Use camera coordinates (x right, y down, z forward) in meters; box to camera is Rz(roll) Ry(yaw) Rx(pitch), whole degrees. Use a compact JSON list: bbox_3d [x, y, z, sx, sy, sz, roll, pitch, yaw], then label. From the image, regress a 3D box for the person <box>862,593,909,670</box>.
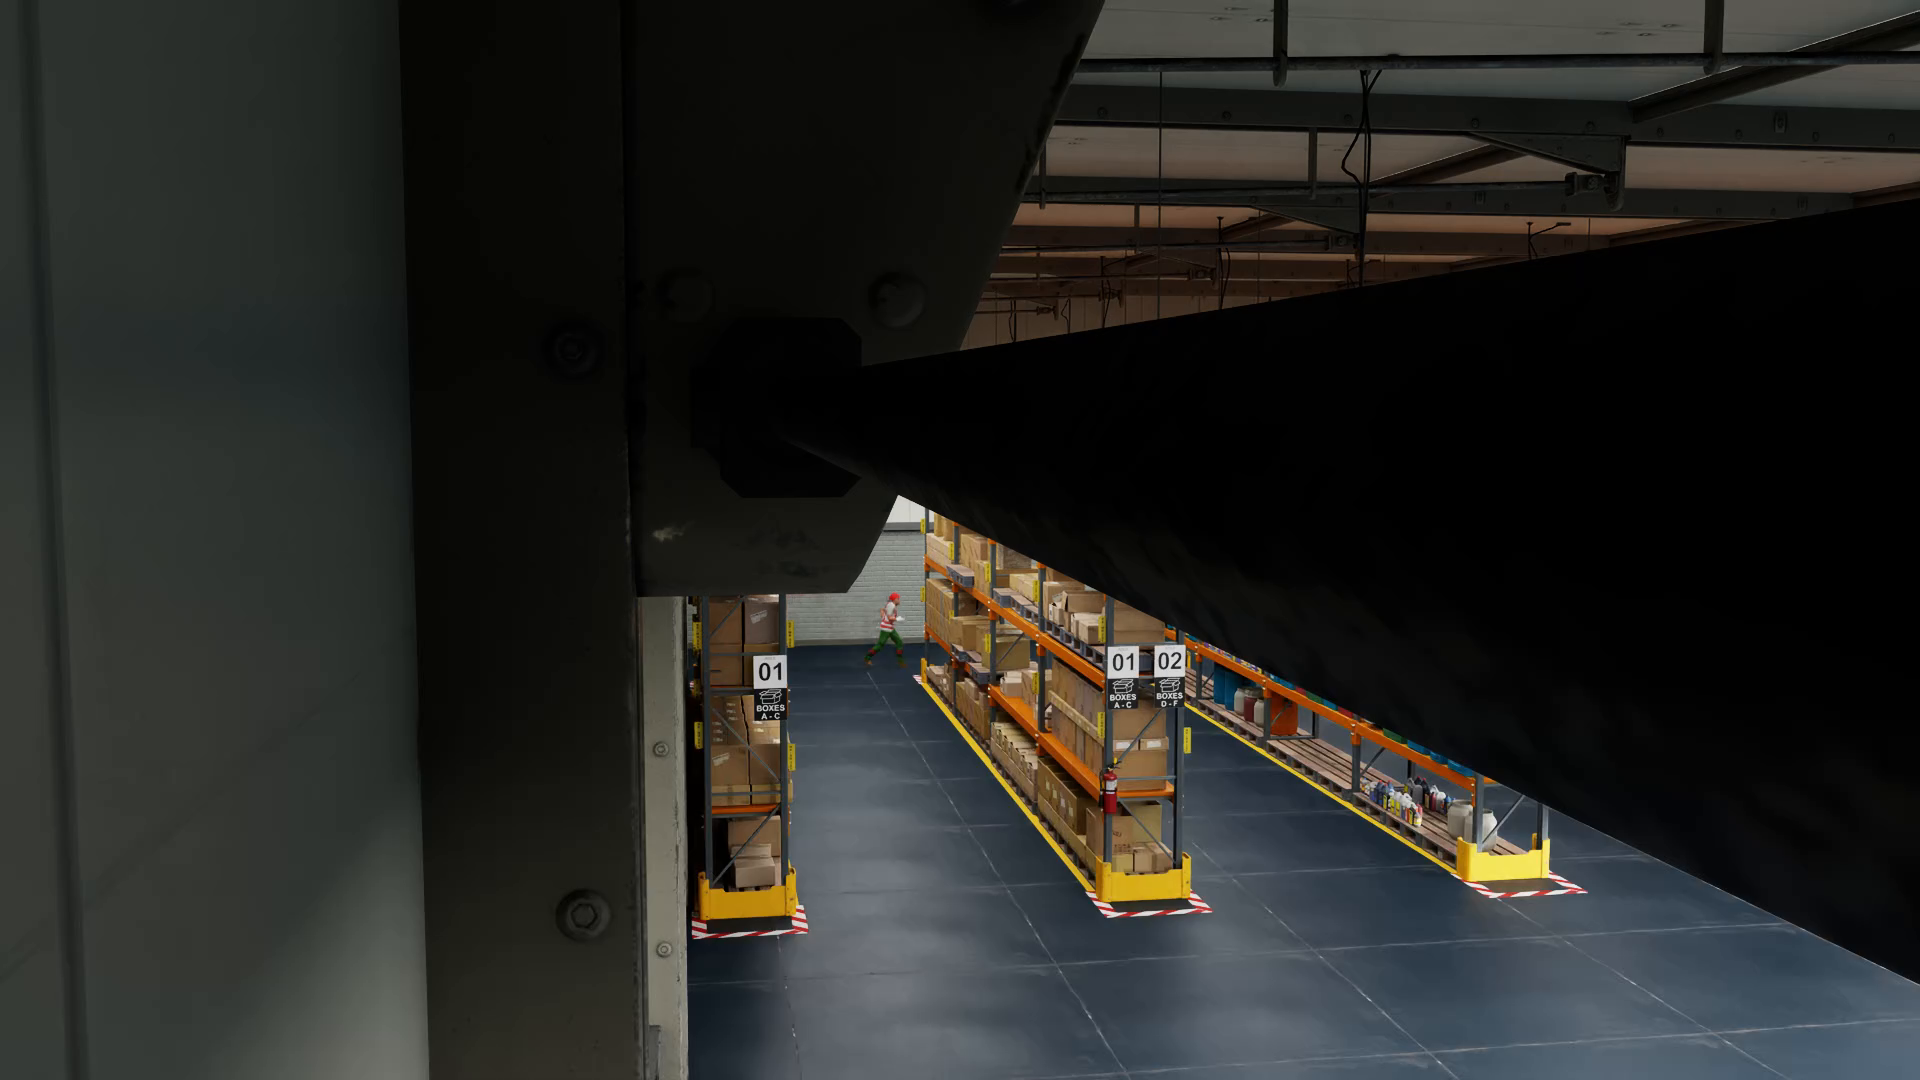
[{"bbox_3d":[-1.713,2.103,38.137,1.066,1.791,0.646,0,5,3],"label":"person"}]
